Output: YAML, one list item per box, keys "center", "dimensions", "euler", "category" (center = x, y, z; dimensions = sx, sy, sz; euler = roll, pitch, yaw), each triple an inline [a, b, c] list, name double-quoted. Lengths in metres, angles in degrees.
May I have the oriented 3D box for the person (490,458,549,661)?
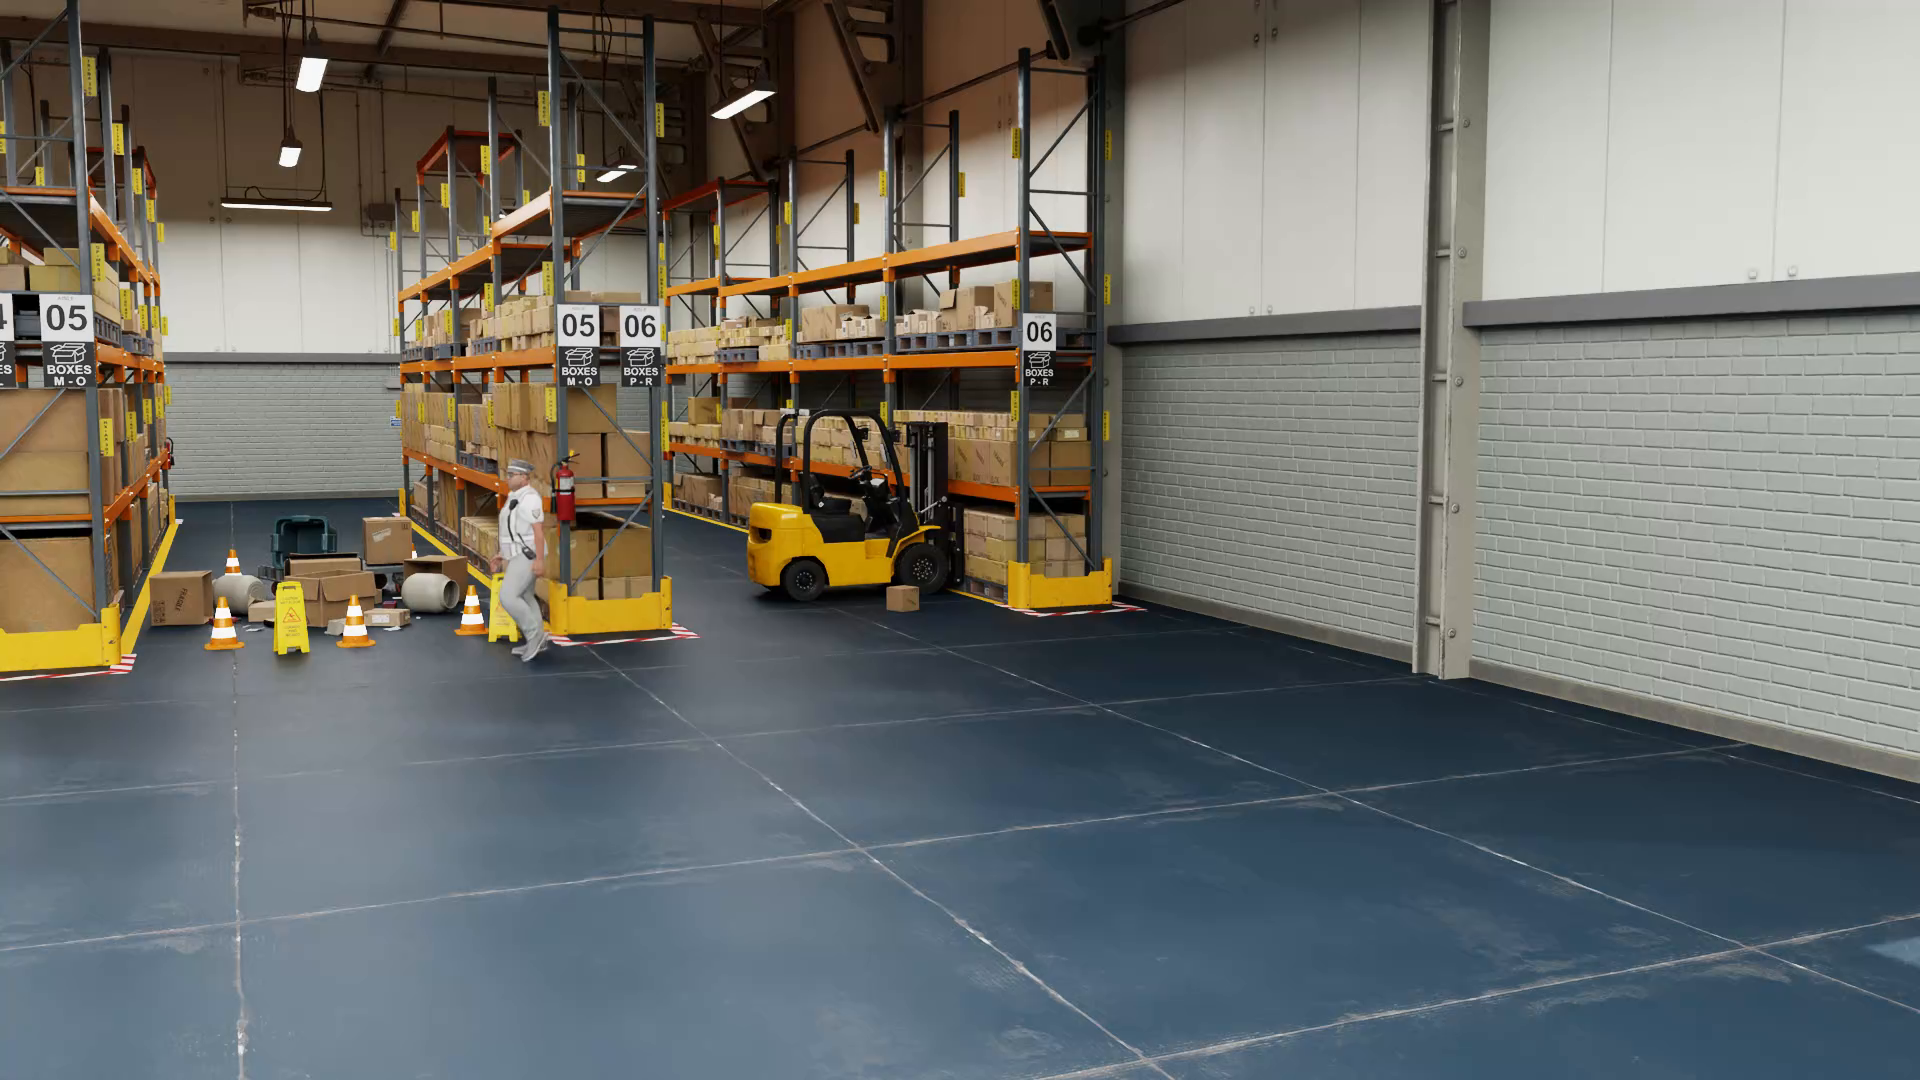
- center: [-3.897, 0.171, 14.754]
  dimensions: [0.489, 1.803, 0.542]
  euler: [-3, 6, -30]
  category: "person"
